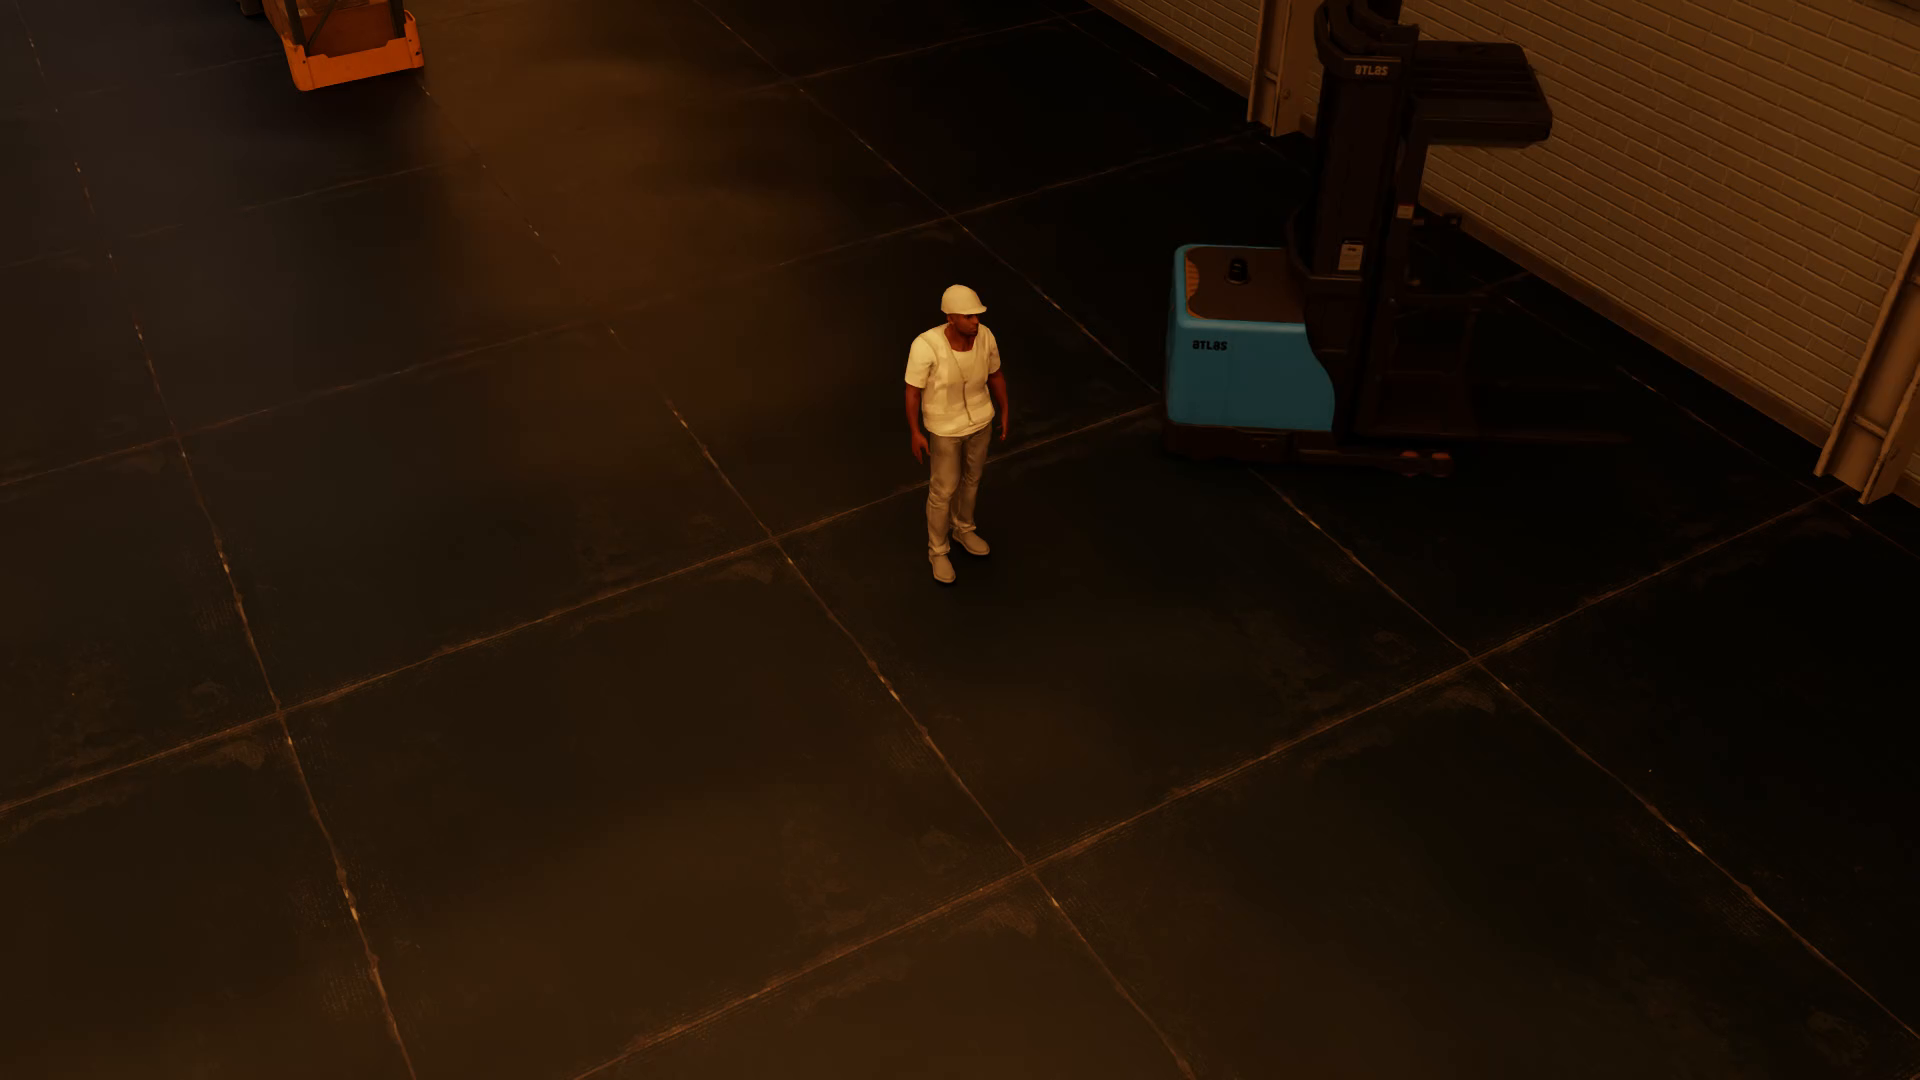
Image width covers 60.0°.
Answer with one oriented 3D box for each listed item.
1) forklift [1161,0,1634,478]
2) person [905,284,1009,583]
[{"bbox_3d":[2.880,-1.888,10.313,3.031,2.935,1.130,3,40,4],"label":"forklift"},{"bbox_3d":[0.029,-0.645,9.715,0.665,1.765,0.577,-20,44,-23],"label":"person"}]
